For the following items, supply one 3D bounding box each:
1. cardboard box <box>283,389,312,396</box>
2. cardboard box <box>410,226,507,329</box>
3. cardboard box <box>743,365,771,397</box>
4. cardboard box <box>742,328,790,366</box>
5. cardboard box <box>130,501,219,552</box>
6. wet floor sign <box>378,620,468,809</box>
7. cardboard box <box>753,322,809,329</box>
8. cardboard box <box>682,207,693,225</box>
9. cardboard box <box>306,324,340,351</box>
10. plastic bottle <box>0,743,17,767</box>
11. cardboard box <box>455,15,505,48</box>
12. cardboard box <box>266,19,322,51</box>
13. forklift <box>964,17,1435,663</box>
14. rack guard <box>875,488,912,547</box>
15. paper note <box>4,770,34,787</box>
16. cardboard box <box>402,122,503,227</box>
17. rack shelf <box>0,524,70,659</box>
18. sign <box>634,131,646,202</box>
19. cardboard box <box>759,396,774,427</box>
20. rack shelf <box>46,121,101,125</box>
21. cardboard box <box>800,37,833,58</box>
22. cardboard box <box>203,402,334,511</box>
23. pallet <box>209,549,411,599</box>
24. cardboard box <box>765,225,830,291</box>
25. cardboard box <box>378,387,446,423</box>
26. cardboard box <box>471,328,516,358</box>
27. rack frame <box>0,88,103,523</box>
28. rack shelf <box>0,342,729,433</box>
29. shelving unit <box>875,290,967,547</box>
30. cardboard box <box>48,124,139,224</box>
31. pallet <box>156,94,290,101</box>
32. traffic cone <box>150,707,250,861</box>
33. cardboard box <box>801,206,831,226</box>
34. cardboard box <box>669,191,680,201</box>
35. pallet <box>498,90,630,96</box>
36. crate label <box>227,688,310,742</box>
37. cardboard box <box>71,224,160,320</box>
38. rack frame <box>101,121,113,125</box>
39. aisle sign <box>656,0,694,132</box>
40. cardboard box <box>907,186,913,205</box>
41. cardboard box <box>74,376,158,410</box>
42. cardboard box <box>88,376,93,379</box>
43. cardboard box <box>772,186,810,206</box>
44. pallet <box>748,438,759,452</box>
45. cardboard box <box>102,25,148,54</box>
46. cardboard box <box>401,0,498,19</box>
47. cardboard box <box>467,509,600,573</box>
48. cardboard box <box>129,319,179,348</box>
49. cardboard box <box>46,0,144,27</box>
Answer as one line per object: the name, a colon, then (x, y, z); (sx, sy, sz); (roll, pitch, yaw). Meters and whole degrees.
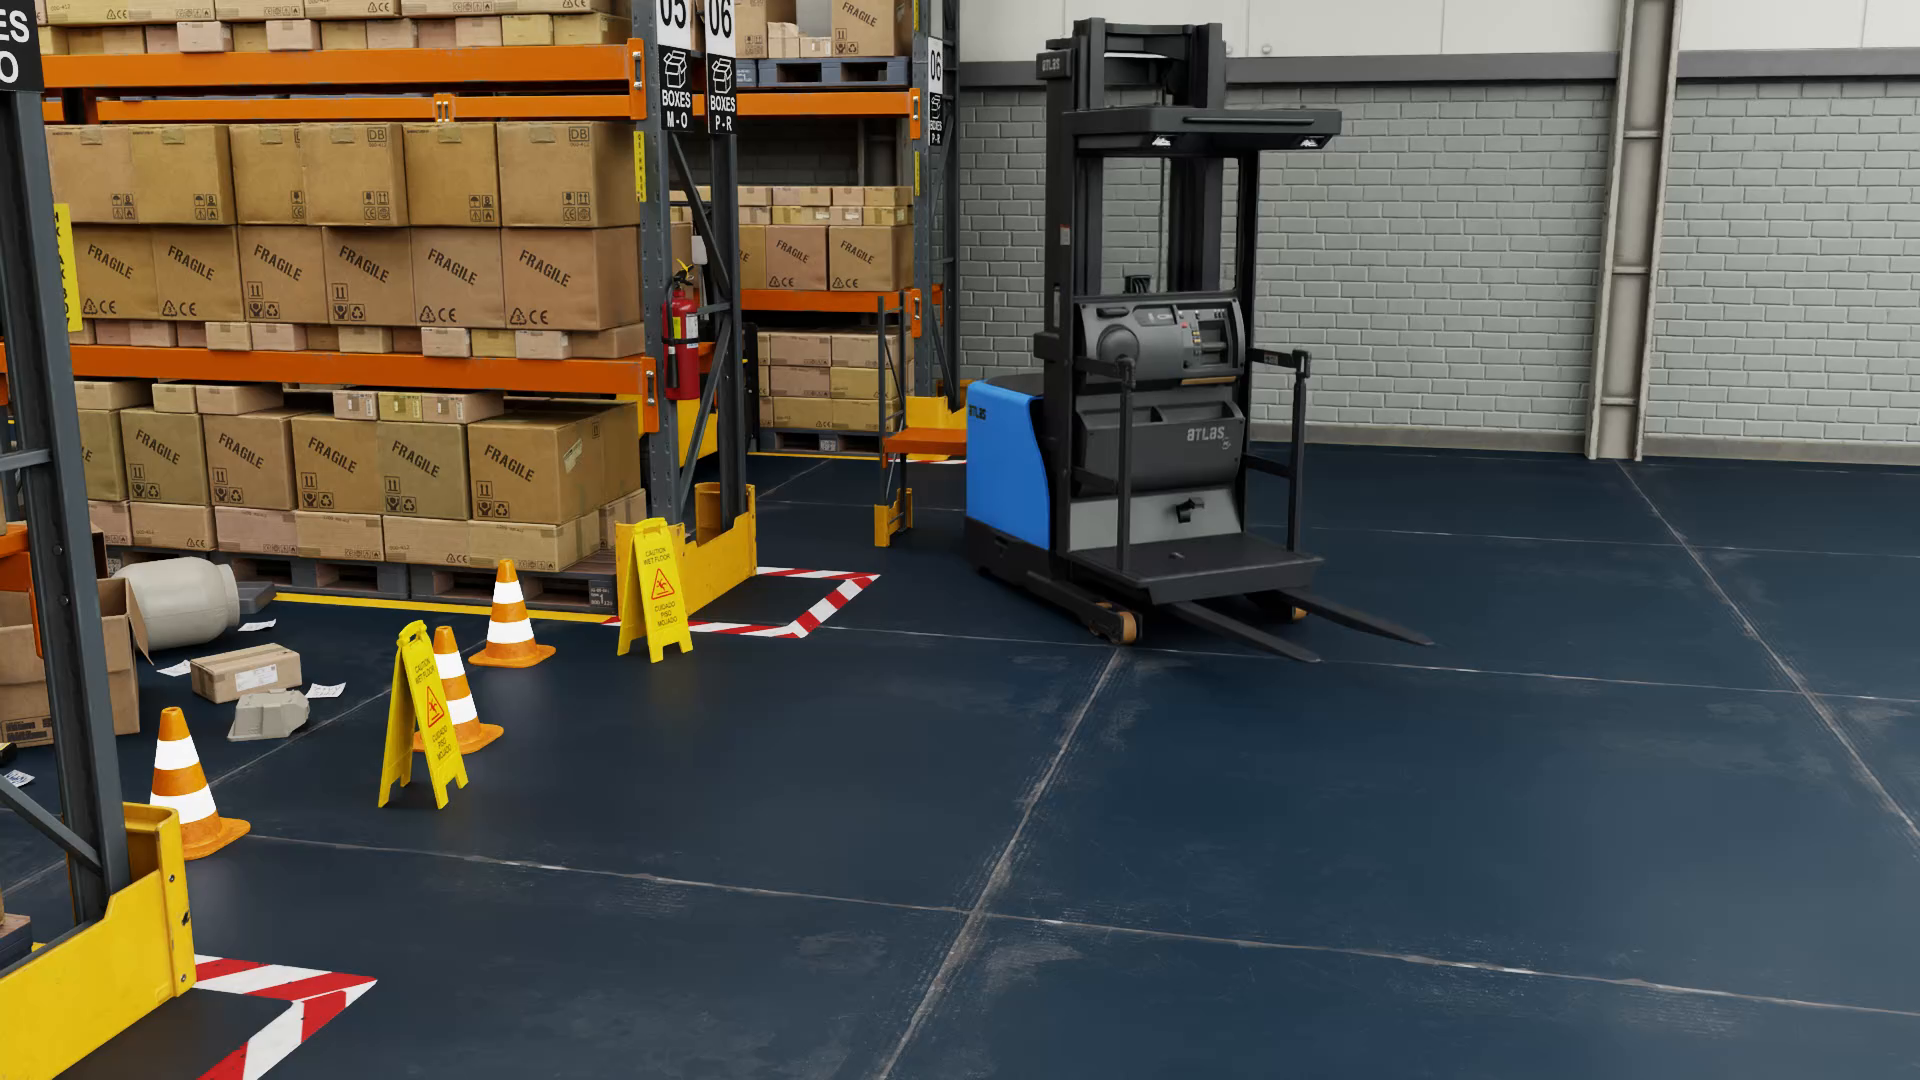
cardboard box: (-4.116, -0.604, 9.677); (0.500, 0.500, 0.500); (3, 13, 15)
cardboard box: (-2.443, -1.359, 8.516); (0.500, 0.500, 0.500); (3, 13, 14)
cardboard box: (-1.718, -1.329, 13.521); (0.500, 0.250, 0.500); (3, 13, 12)
cardboard box: (-1.691, -1.570, 13.456); (0.500, 0.250, 0.500); (3, 13, 14)
cardboard box: (-4.220, -0.125, 9.252); (0.500, 0.250, 0.500); (4, 13, 17)
wet floor sign: (-1.951, 0.613, 5.981); (0.232, 0.644, 0.267); (1, 13, 4)
cardboard box: (-1.570, -1.681, 13.954); (0.500, 0.250, 0.500); (3, 13, 13)
cardboard box: (-2.055, -2.630, 13.432); (0.250, 0.149, 0.380); (3, 13, 13)
cardboard box: (-3.259, -1.103, 8.860); (0.250, 0.149, 0.380); (3, 13, 14)
plastic bottle: (-3.788, 0.826, 6.368); (0.283, 0.061, 0.133); (-1, 13, -6)
cardboard box: (-2.278, -2.496, 8.214); (0.250, 0.149, 0.380); (3, 13, 15)
cardboard box: (-3.281, -2.540, 8.409); (0.250, 0.149, 0.380); (3, 13, 13)
forklift: (1.108, -1.033, 8.123); (1.130, 2.935, 3.031); (-6, 14, -25)
rack guard: (-0.410, -0.144, 10.306); (0.087, 0.250, 0.587); (3, 13, 14)
paper note: (-3.528, 0.892, 6.144); (0.142, 0.017, 0.144); (8, 15, 33)
cardboard box: (-2.403, -1.858, 8.458); (0.500, 0.500, 0.700); (3, 13, 14)
rack shelf: (-4.395, 0.126, 4.402); (4.000, 0.370, 1.077); (3, 13, 14)
sign: (-1.518, -1.772, 7.891); (0.005, 0.325, 0.100); (3, 13, 14)
cardboard box: (-1.676, -1.088, 13.591); (0.500, 0.250, 0.500); (3, 13, 14)
rack shelf: (-9.888, -3.844, 15.369); (4.000, 0.370, 1.077); (3, 13, 14)
cardboard box: (-1.057, -3.786, 12.829); (0.250, 0.149, 0.380); (3, 13, 12)
cardboard box: (-3.715, -0.464, 9.048); (0.500, 0.500, 0.500); (4, 13, 16)
pallet: (-3.400, 0.076, 9.402); (1.213, 0.211, 1.003); (3, 13, 14)
cardboard box: (-1.222, -2.260, 13.263); (0.500, 0.500, 0.500); (3, 13, 15)
cardboard box: (-2.821, -0.719, 8.697); (0.250, 0.149, 0.380); (3, 13, 14)
cardboard box: (-2.296, -1.027, 8.518); (0.250, 0.149, 0.380); (3, 13, 13)
rack frame: (-5.249, -1.375, 9.507); (0.127, 3.000, 1.000); (3, 13, 14)
rack shelf: (-3.307, -0.920, 9.117); (4.000, 0.370, 1.077); (3, 13, 14)
shelving unit: (0.074, -0.728, 10.054); (1.083, 1.500, 0.587); (3, 13, 14)
cardboard box: (-4.383, -1.958, 8.907); (0.500, 0.500, 0.700); (3, 13, 14)
pallet: (-6.180, -3.925, 14.511); (1.213, 0.211, 1.003); (4, 13, 16)
traffic cone: (-2.629, 0.791, 5.601); (0.334, 0.463, 0.336); (3, 13, 14)
cardboard box: (-1.076, -2.570, 13.162); (0.250, 0.149, 0.380); (3, 13, 15)
cardboard box: (-2.309, -2.792, 13.476); (0.250, 0.149, 0.380); (3, 13, 14)
pallet: (-3.229, -3.802, 13.723); (1.213, 0.211, 1.003); (3, 13, 14)
crate label: (-2.806, 0.702, 6.753); (0.298, 0.136, 0.250); (-4, 13, -16)
cardboard box: (-4.395, -1.467, 9.002); (0.500, 0.500, 0.500); (3, 13, 13)
rack frame: (-7.947, -2.627, 15.149); (0.127, 3.000, 1.000); (3, 13, 14)
aisle sign: (-1.375, -2.373, 8.001); (0.004, 0.787, 0.394); (3, 13, 14)
cardboard box: (-0.455, -2.785, 13.445); (0.250, 0.149, 0.380); (3, 13, 12)
cardboard box: (-4.634, -0.814, 9.128); (0.250, 0.149, 0.380); (3, 13, 14)
cardboard box: (-8.289, -1.692, 15.738); (0.500, 0.500, 0.500); (4, 13, 16)
cardboard box: (-1.309, -2.739, 13.241); (0.250, 0.149, 0.380); (3, 13, 14)
pallet: (-2.113, -0.945, 14.006); (1.213, 0.211, 1.003); (3, 13, 14)
cardboard box: (-4.264, -2.613, 8.741); (0.250, 0.149, 0.380); (3, 13, 15)
cardboard box: (-2.412, -2.703, 8.227); (0.500, 0.250, 0.500); (3, 13, 13)
cardboard box: (-2.238, -0.017, 8.764); (0.500, 0.250, 0.500); (3, 13, 13)
cardboard box: (-4.265, -1.139, 9.023); (0.250, 0.149, 0.380); (3, 13, 15)
cardboard box: (-4.384, -2.806, 8.692); (0.500, 0.250, 0.500); (3, 13, 13)
